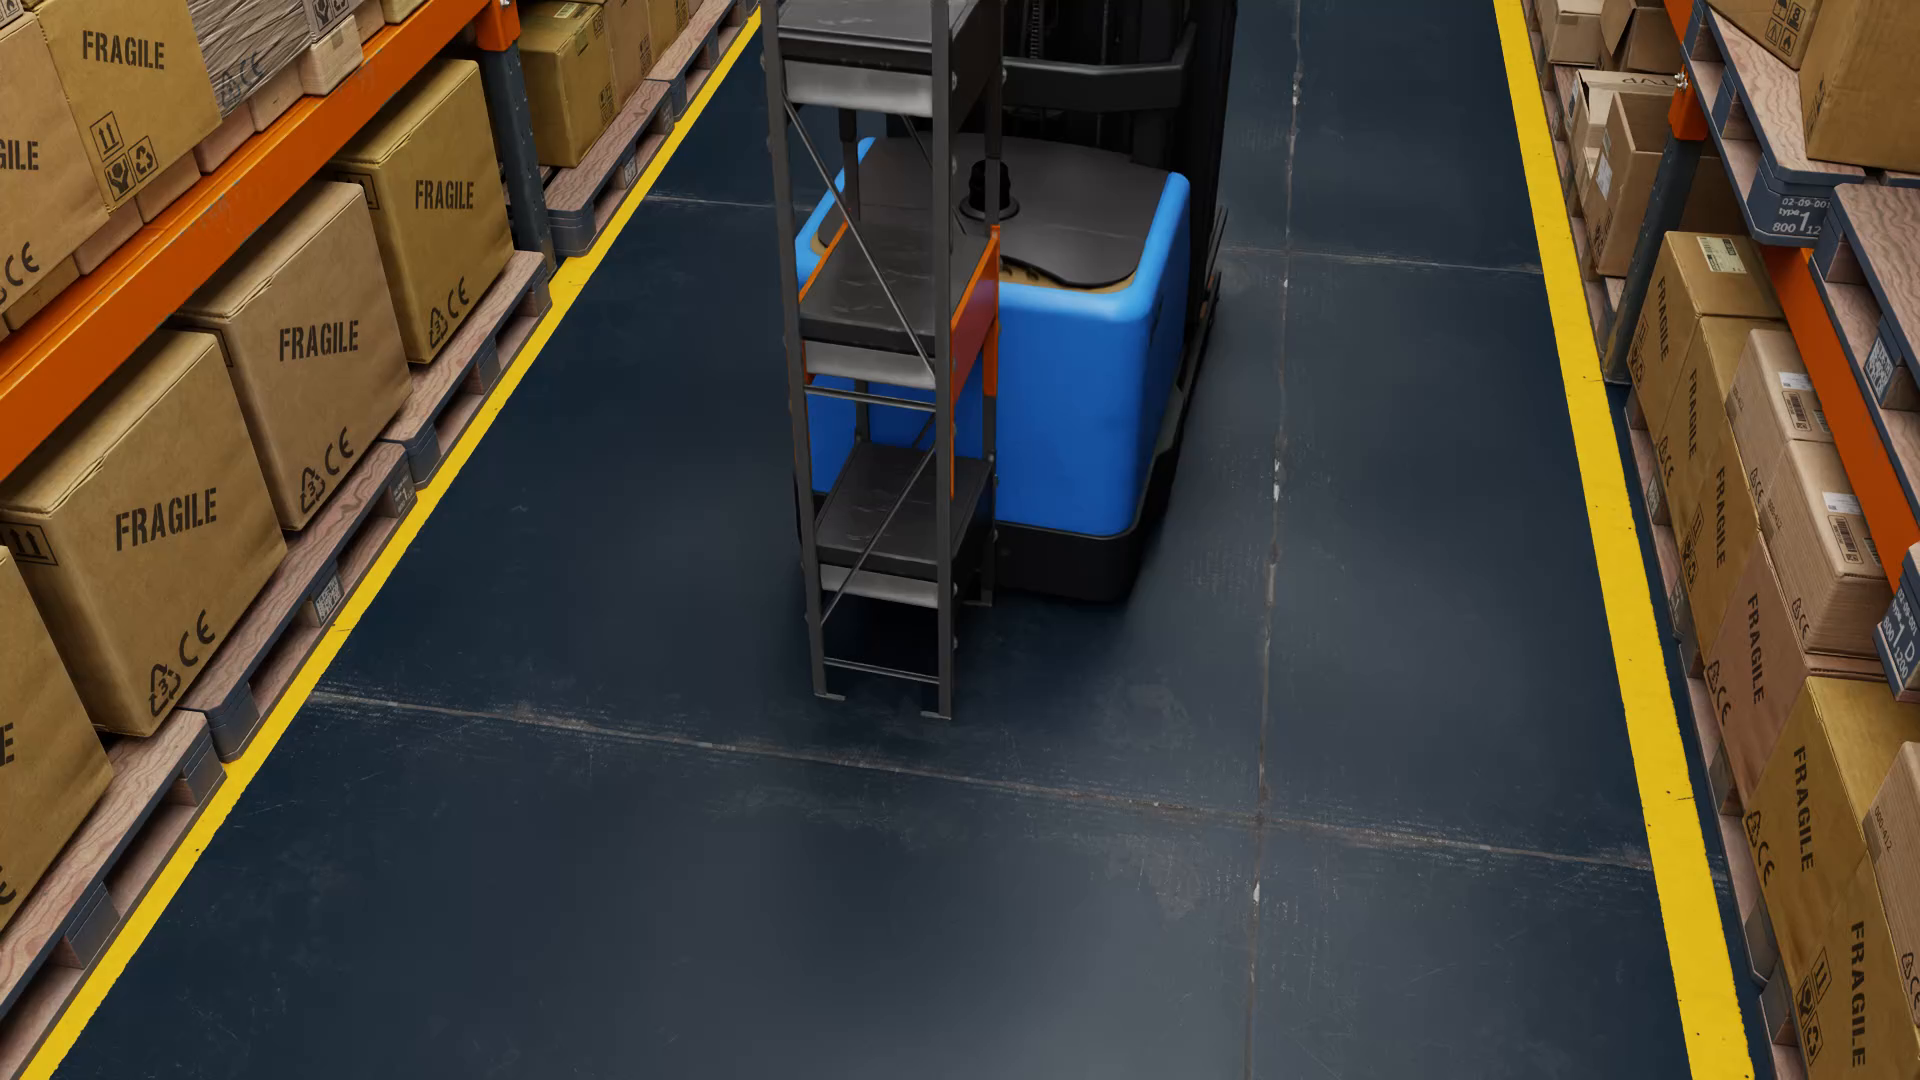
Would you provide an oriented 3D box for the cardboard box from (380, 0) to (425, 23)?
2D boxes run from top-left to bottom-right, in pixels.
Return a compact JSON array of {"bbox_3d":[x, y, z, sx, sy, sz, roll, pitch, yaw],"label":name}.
[{"bbox_3d":[-1.883,-1.743,5.185,0.380,0.149,0.250,7,40,8],"label":"cardboard box"}]

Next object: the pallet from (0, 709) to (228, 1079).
[{"bbox_3d":[-2.565,0.862,4.041,1.003,0.211,1.213,6,40,8],"label":"pallet"}]

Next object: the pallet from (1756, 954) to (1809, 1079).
[{"bbox_3d":[2.270,1.428,3.357,1.003,0.211,1.213,6,40,8],"label":"pallet"}]

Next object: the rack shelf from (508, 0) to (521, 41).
[{"bbox_3d":[-1.737,-3.214,7.348,1.077,0.370,4.000,6,40,8],"label":"rack shelf"}]

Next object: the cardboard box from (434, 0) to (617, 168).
[{"bbox_3d":[-1.853,-1.893,6.817,0.700,0.500,0.500,7,40,8],"label":"cardboard box"}]

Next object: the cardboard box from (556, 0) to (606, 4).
[{"bbox_3d":[-1.614,-2.338,6.846,0.380,0.149,0.250,8,40,9],"label":"cardboard box"}]

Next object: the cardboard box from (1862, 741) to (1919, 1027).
[{"bbox_3d":[2.040,0.674,3.109,0.500,0.250,0.500,8,40,9],"label":"cardboard box"}]

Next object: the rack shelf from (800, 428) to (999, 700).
[{"bbox_3d":[-0.157,0.062,4.647,0.431,0.518,0.480,9,40,11],"label":"rack shelf"}]

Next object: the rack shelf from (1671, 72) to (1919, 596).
[{"bbox_3d":[2.450,-0.160,3.654,1.077,0.370,4.000,6,40,8],"label":"rack shelf"}]

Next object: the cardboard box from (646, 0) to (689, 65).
[{"bbox_3d":[-1.672,-2.530,7.588,0.700,0.500,0.500,7,40,9],"label":"cardboard box"}]

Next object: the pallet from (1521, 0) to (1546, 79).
[{"bbox_3d":[3.338,-2.580,8.205,1.003,0.211,1.213,6,40,8],"label":"pallet"}]

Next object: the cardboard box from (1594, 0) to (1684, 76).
[{"bbox_3d":[3.116,-2.079,7.025,0.797,0.503,0.637,6,40,8],"label":"cardboard box"}]

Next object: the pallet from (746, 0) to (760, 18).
[{"bbox_3d":[-1.452,-3.161,8.908,1.003,0.211,1.213,6,40,8],"label":"pallet"}]

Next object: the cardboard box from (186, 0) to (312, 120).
[{"bbox_3d":[-2.089,-1.444,4.315,0.500,0.500,0.500,6,40,8],"label":"cardboard box"}]

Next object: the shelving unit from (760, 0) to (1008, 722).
[{"bbox_3d":[-0.157,-0.488,4.192,0.431,2.100,0.503,9,40,11],"label":"shelving unit"}]

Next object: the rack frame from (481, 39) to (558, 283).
[{"bbox_3d":[-2.083,-2.236,5.601,1.000,3.000,0.127,6,40,8],"label":"rack frame"}]

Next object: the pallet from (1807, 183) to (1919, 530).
[{"bbox_3d":[2.436,-0.329,3.445,1.003,0.211,1.213,6,40,8],"label":"pallet"}]

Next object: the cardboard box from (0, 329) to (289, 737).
[{"bbox_3d":[-2.361,-0.055,4.320,0.750,0.750,0.750,6,40,7],"label":"cardboard box"}]

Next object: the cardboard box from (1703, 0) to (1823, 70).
[{"bbox_3d":[2.494,-1.620,4.447,0.700,0.500,0.500,-6,40,-7],"label":"cardboard box"}]

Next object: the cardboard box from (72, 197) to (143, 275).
[{"bbox_3d":[-2.236,-0.782,4.023,0.380,0.149,0.250,7,40,8],"label":"cardboard box"}]

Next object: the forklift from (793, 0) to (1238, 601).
[{"bbox_3d":[0.357,-1.895,5.242,1.130,2.935,3.031,9,40,11],"label":"forklift"}]

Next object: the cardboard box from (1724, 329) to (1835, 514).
[{"bbox_3d":[2.299,-0.283,4.267,0.500,0.250,0.500,6,40,8],"label":"cardboard box"}]

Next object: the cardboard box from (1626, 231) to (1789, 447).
[{"bbox_3d":[2.473,-0.622,5.265,0.500,0.500,0.500,5,40,6],"label":"cardboard box"}]

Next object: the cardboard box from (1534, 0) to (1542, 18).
[{"bbox_3d":[3.028,-2.689,7.961,0.500,0.250,0.500,6,40,8],"label":"cardboard box"}]

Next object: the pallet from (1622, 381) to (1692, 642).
[{"bbox_3d":[2.693,-0.103,5.209,1.003,0.211,1.213,6,40,8],"label":"pallet"}]

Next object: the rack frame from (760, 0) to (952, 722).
[{"bbox_3d":[-0.217,-0.337,4.010,0.400,2.100,0.015,9,40,11],"label":"rack frame"}]

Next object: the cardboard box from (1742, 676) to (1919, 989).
[{"bbox_3d":[2.125,0.674,3.697,0.500,0.500,0.500,5,40,6],"label":"cardboard box"}]

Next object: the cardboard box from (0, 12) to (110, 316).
[{"bbox_3d":[-2.253,-0.802,3.539,0.500,0.500,0.500,6,40,7],"label":"cardboard box"}]

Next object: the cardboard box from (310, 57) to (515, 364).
[{"bbox_3d":[-2.068,-1.147,5.641,0.750,0.750,0.750,7,40,8],"label":"cardboard box"}]

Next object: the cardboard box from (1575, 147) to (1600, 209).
[{"bbox_3d":[2.621,-1.394,6.474,0.380,0.149,0.250,6,40,8],"label":"cardboard box"}]

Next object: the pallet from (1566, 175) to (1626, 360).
[{"bbox_3d":[2.916,-1.049,6.353,1.003,0.211,1.213,6,40,8],"label":"pallet"}]

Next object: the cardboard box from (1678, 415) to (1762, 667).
[{"bbox_3d":[2.297,0.027,4.480,0.500,0.500,0.500,7,40,8],"label":"cardboard box"}]

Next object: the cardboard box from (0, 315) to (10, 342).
[{"bbox_3d":[-2.350,-0.468,3.643,0.380,0.149,0.250,7,40,9],"label":"cardboard box"}]

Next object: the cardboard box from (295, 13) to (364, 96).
[{"bbox_3d":[-1.960,-1.413,4.786,0.380,0.149,0.250,6,40,8],"label":"cardboard box"}]

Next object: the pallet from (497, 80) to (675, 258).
[{"bbox_3d":[-1.875,-1.630,7.056,1.003,0.211,1.213,6,40,8],"label":"pallet"}]

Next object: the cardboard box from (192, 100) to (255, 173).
[{"bbox_3d":[-2.126,-1.111,4.422,0.380,0.149,0.250,5,40,6],"label":"cardboard box"}]
